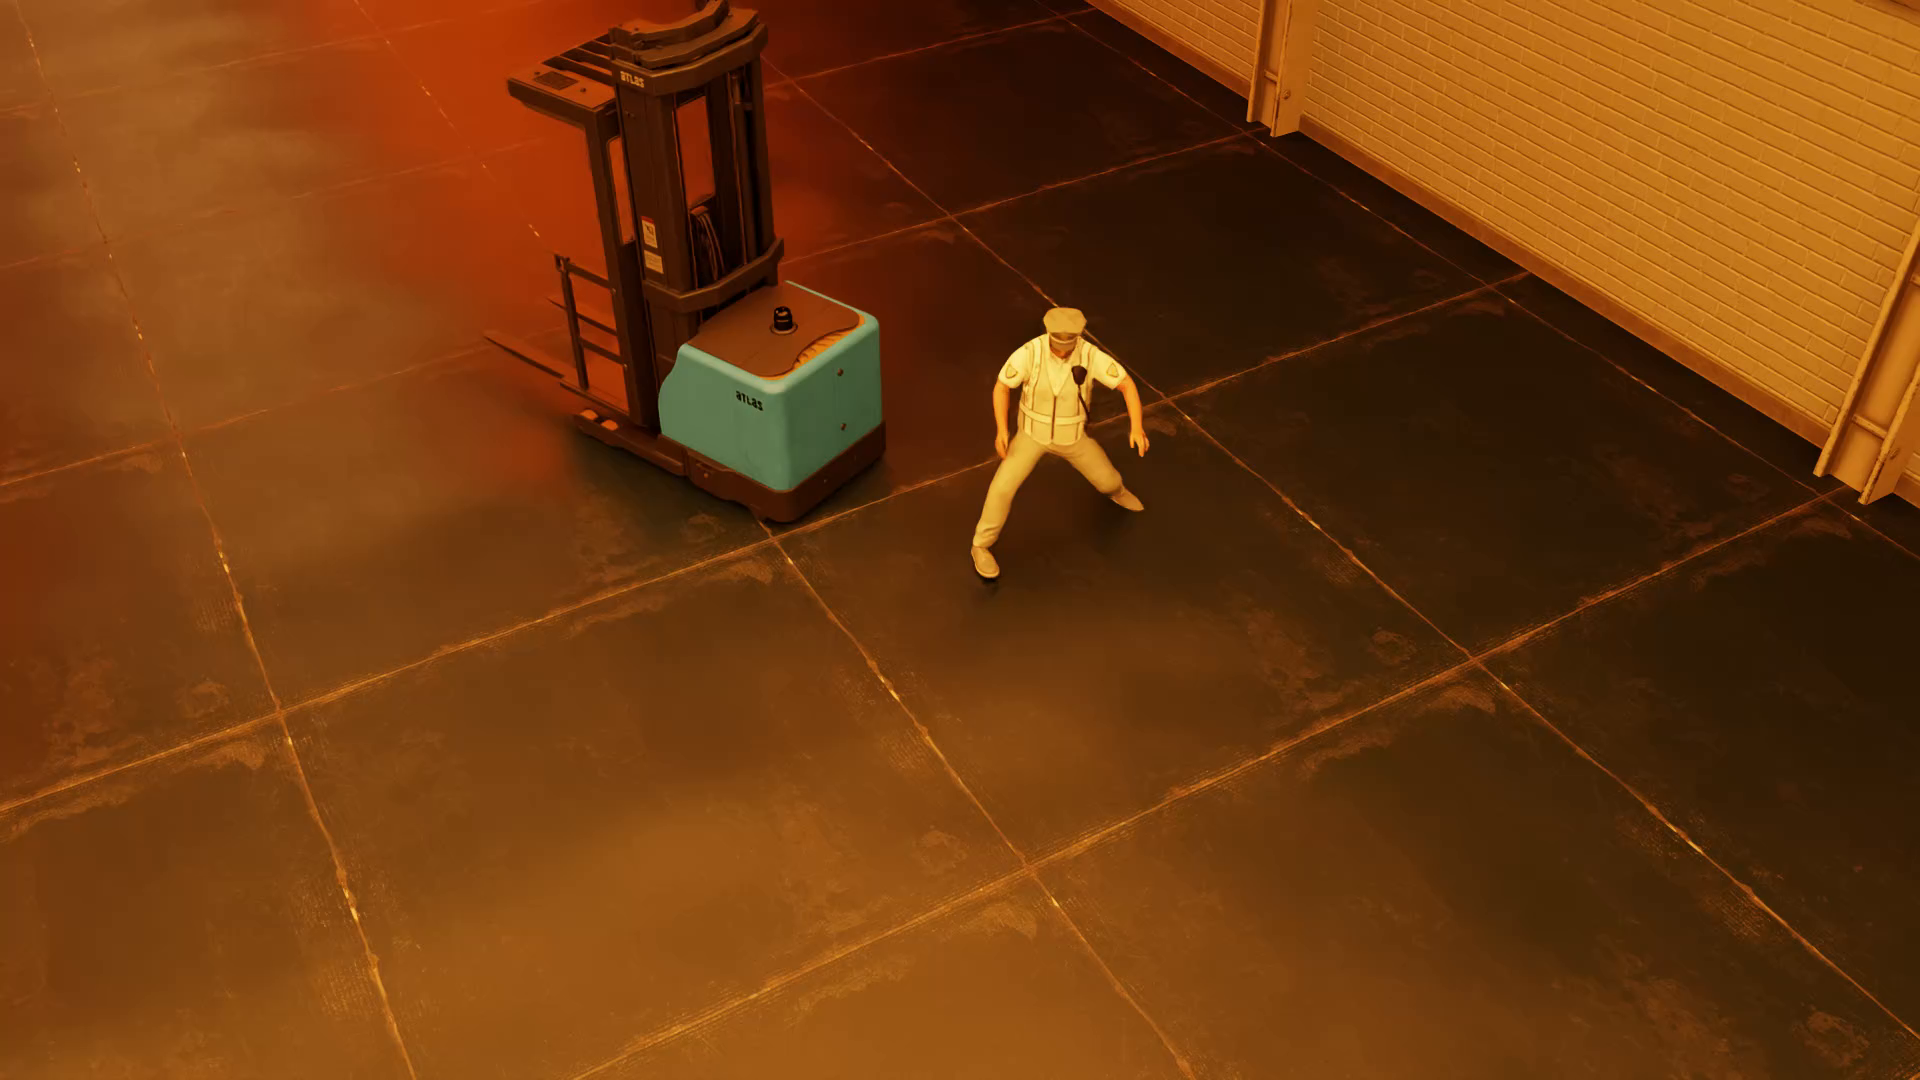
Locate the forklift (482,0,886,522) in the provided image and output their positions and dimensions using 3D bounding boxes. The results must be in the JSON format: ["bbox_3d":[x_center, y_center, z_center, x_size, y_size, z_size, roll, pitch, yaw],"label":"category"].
[{"bbox_3d":[-1.968,-2.004,10.452,3.031,2.935,1.130,26,46,28],"label":"forklift"}]

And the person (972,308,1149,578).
[{"bbox_3d":[0.616,-0.621,9.877,1.061,1.583,0.975,3,40,3],"label":"person"}]
